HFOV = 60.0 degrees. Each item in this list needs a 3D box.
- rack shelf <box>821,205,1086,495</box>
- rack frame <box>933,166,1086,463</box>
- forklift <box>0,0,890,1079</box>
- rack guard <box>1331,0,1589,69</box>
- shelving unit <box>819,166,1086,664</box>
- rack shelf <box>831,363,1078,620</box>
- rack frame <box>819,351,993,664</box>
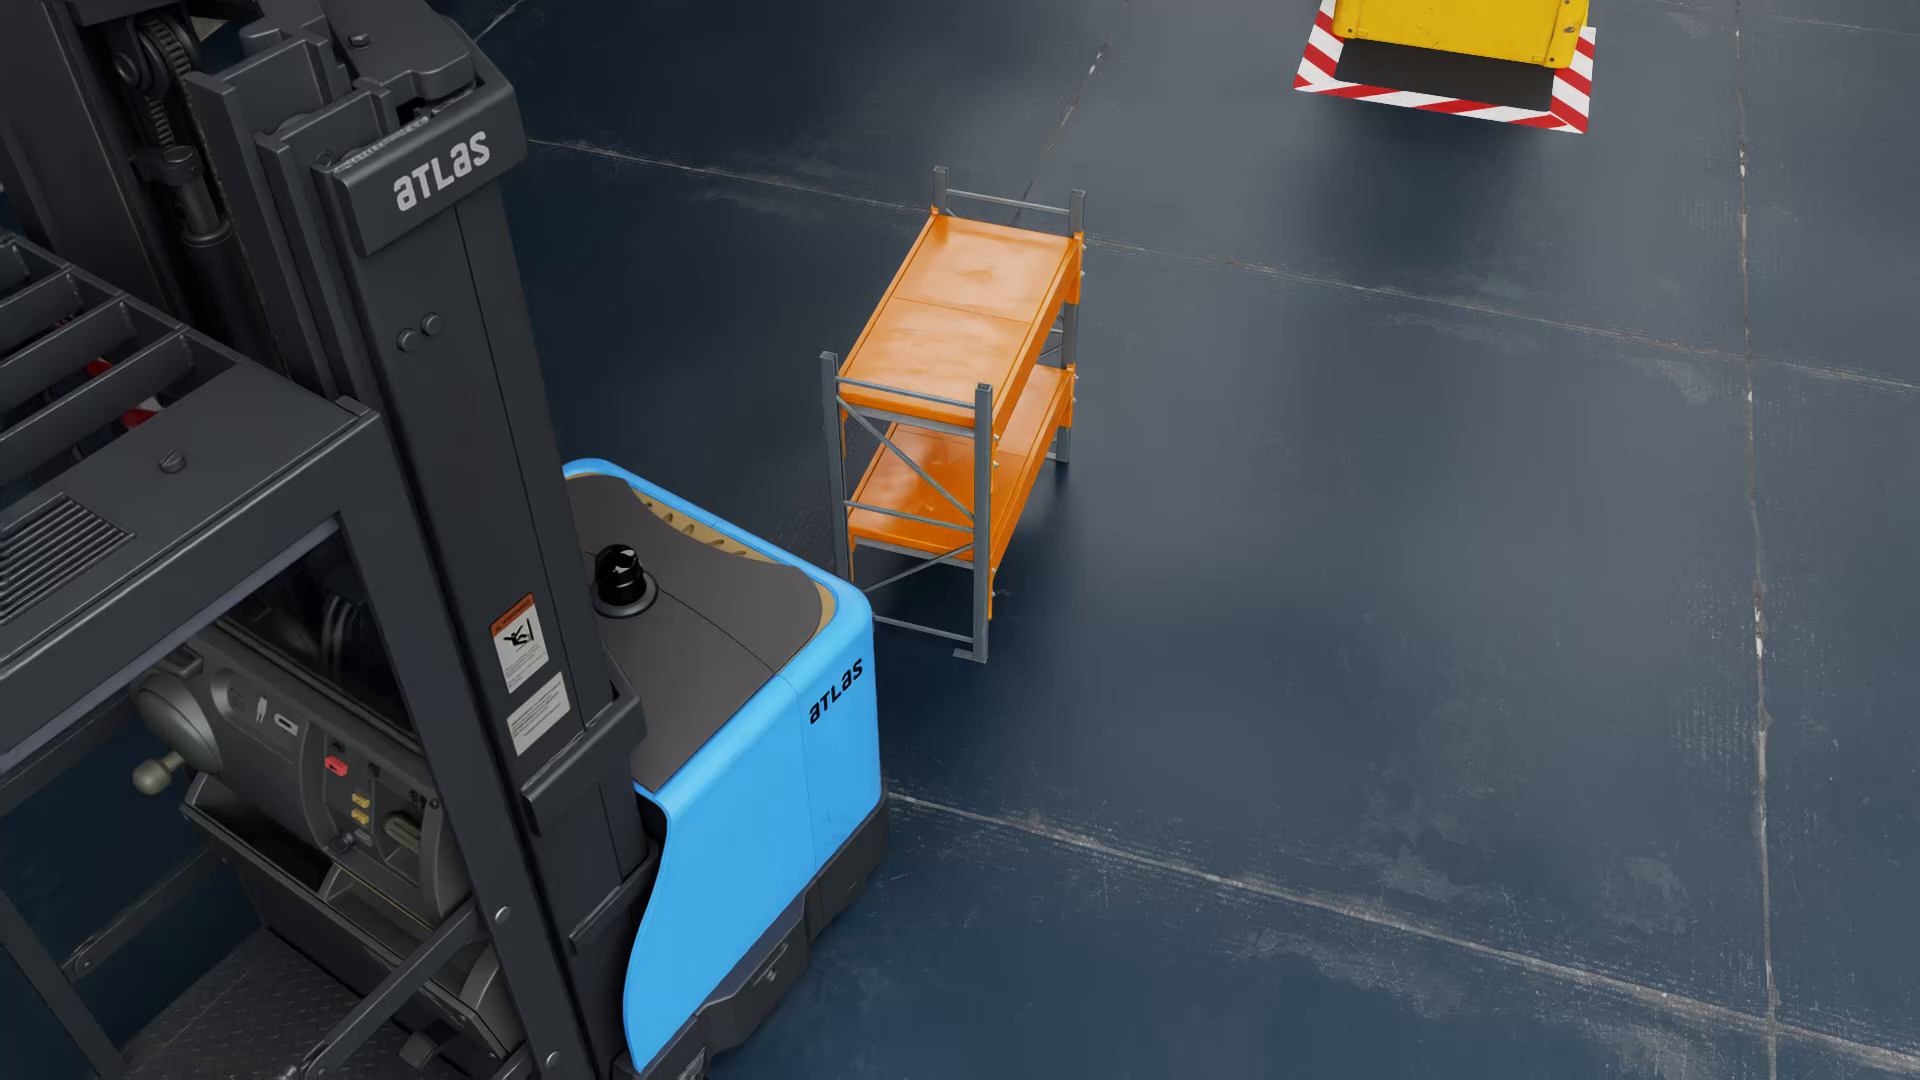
[{"bbox_3d":[0.002,-0.616,5.156,0.538,0.278,1.000,13,46,13],"label":"rack shelf"},{"bbox_3d":[0.156,-0.745,5.707,0.500,1.125,0.032,13,46,13],"label":"rack frame"},{"bbox_3d":[-1.448,0.516,3.127,1.130,2.935,3.031,26,50,24],"label":"forklift"},{"bbox_3d":[2.461,-2.700,8.152,1.175,0.500,0.348,13,46,13],"label":"rack guard"},{"bbox_3d":[0.002,-0.407,5.361,0.538,1.125,1.048,13,46,13],"label":"shelving unit"},{"bbox_3d":[0.002,-0.232,5.532,0.538,0.278,1.000,13,46,13],"label":"rack shelf"},{"bbox_3d":[-0.152,-0.068,5.015,0.500,1.125,0.032,13,46,13],"label":"rack frame"}]
